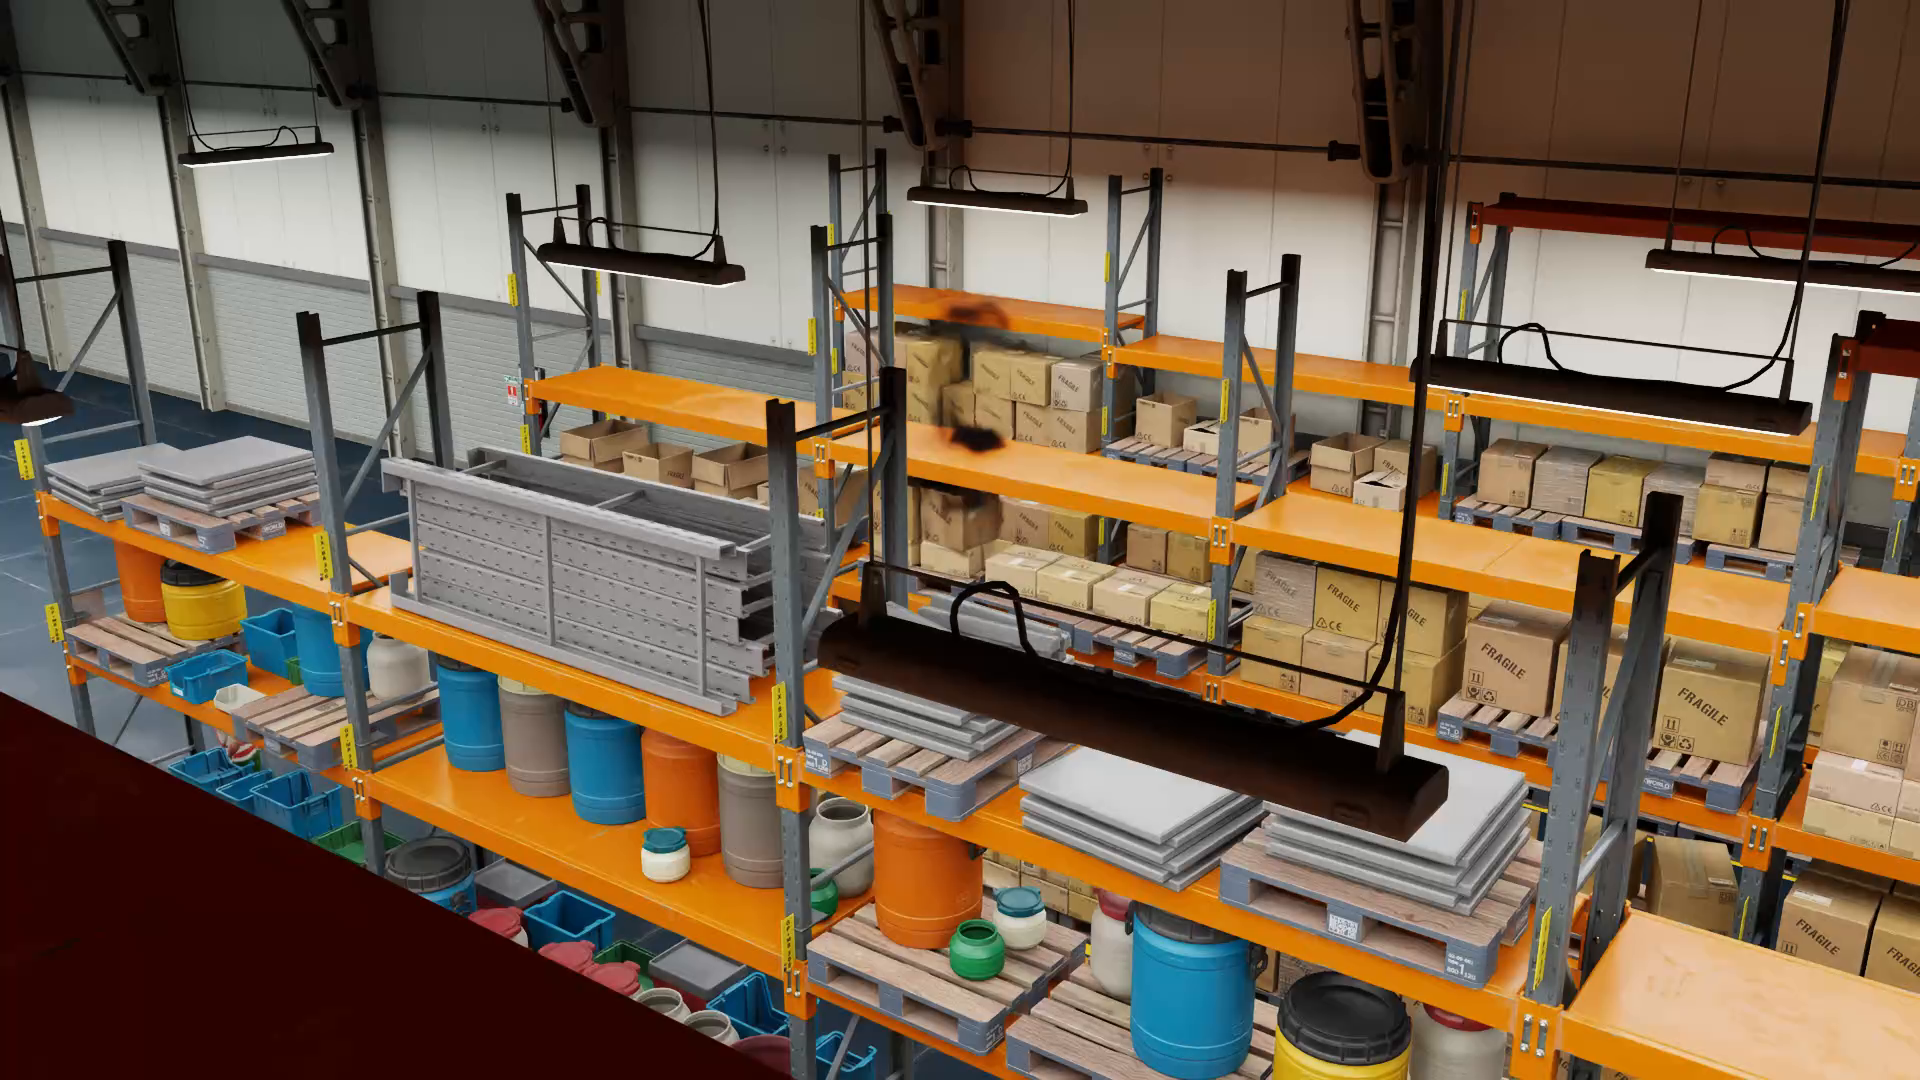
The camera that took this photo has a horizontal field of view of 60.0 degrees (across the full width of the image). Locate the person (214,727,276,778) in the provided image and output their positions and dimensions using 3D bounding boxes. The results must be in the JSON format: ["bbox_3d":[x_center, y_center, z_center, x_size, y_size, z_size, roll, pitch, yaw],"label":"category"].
[{"bbox_3d":[-7.016,2.062,16.166,0.956,1.744,0.717,2,19,6],"label":"person"}]
